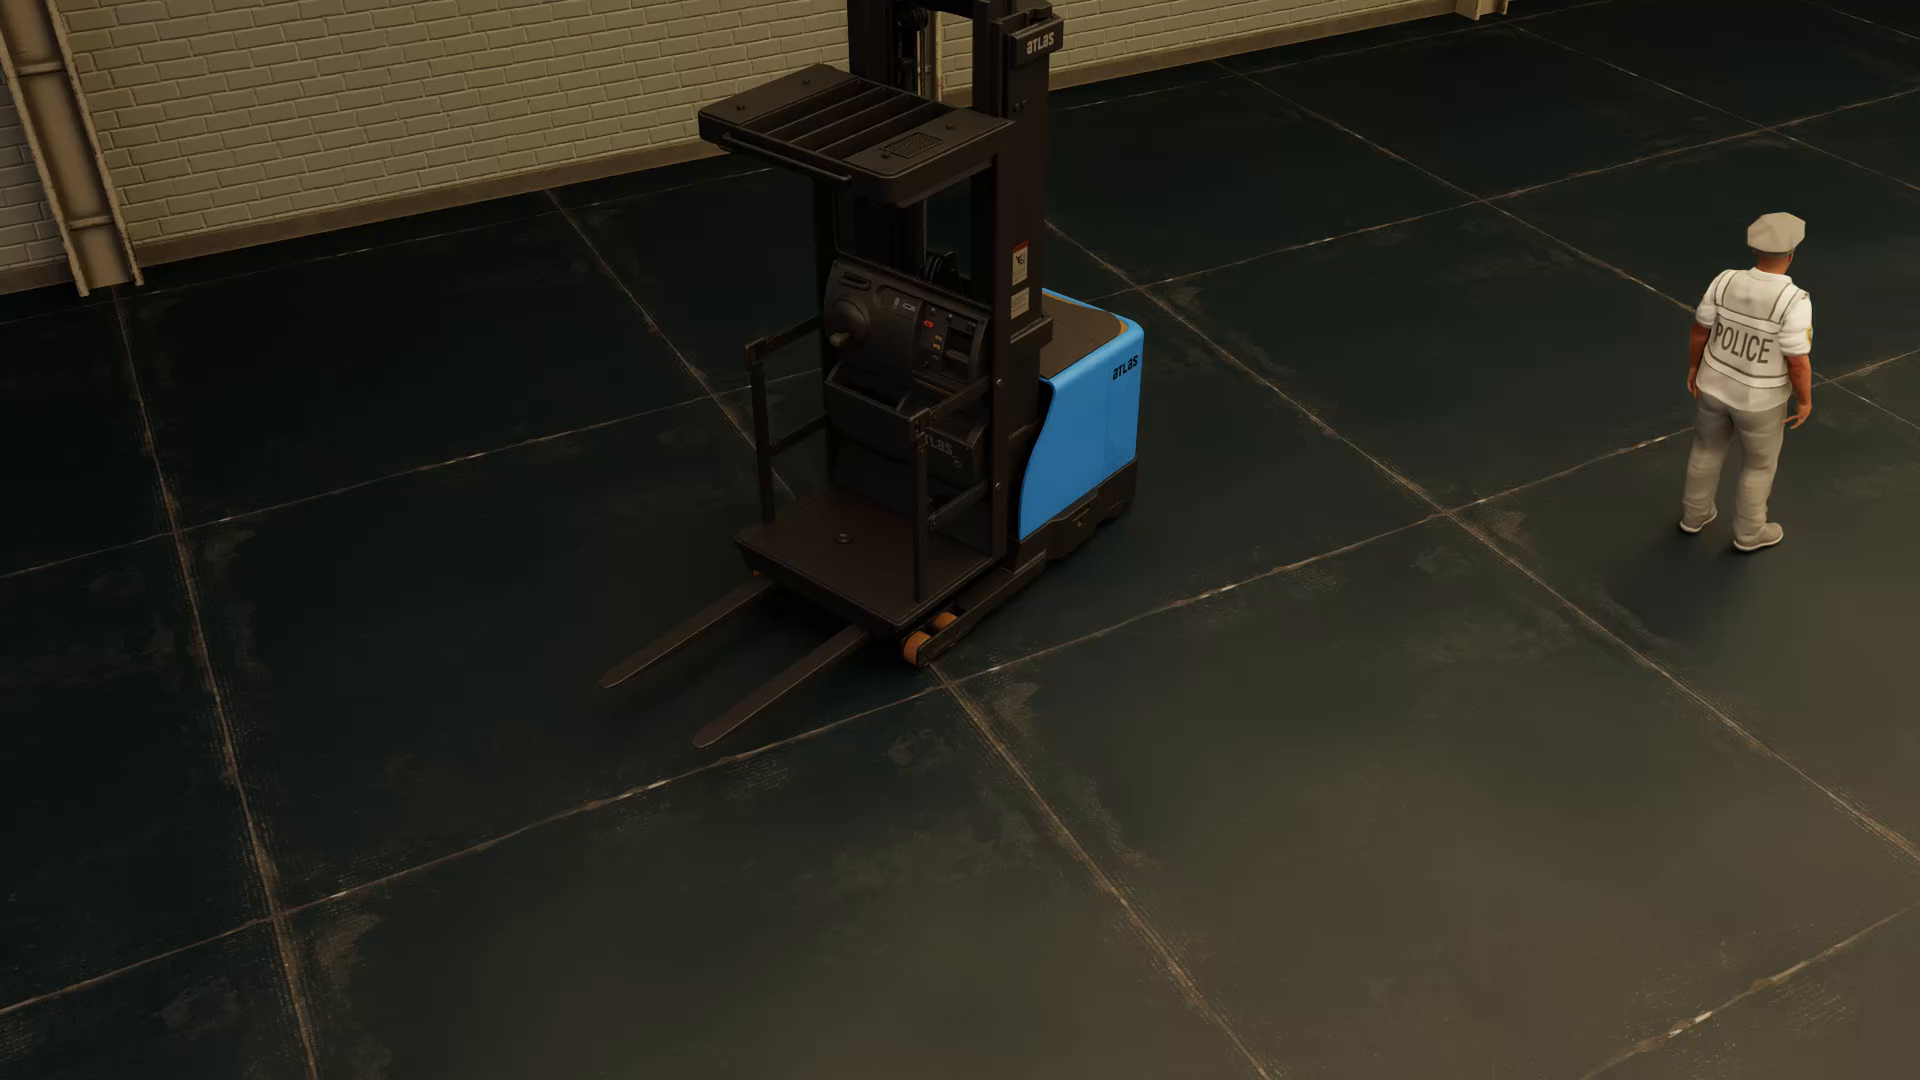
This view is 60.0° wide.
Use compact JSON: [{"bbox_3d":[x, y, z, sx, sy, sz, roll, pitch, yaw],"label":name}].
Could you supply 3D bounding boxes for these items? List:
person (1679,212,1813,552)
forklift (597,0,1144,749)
[{"bbox_3d":[3.921,-0.776,8.225,0.548,1.778,0.628,-24,42,-30],"label":"person"},{"bbox_3d":[-0.390,-0.927,7.434,1.130,2.935,3.031,26,43,31],"label":"forklift"}]
